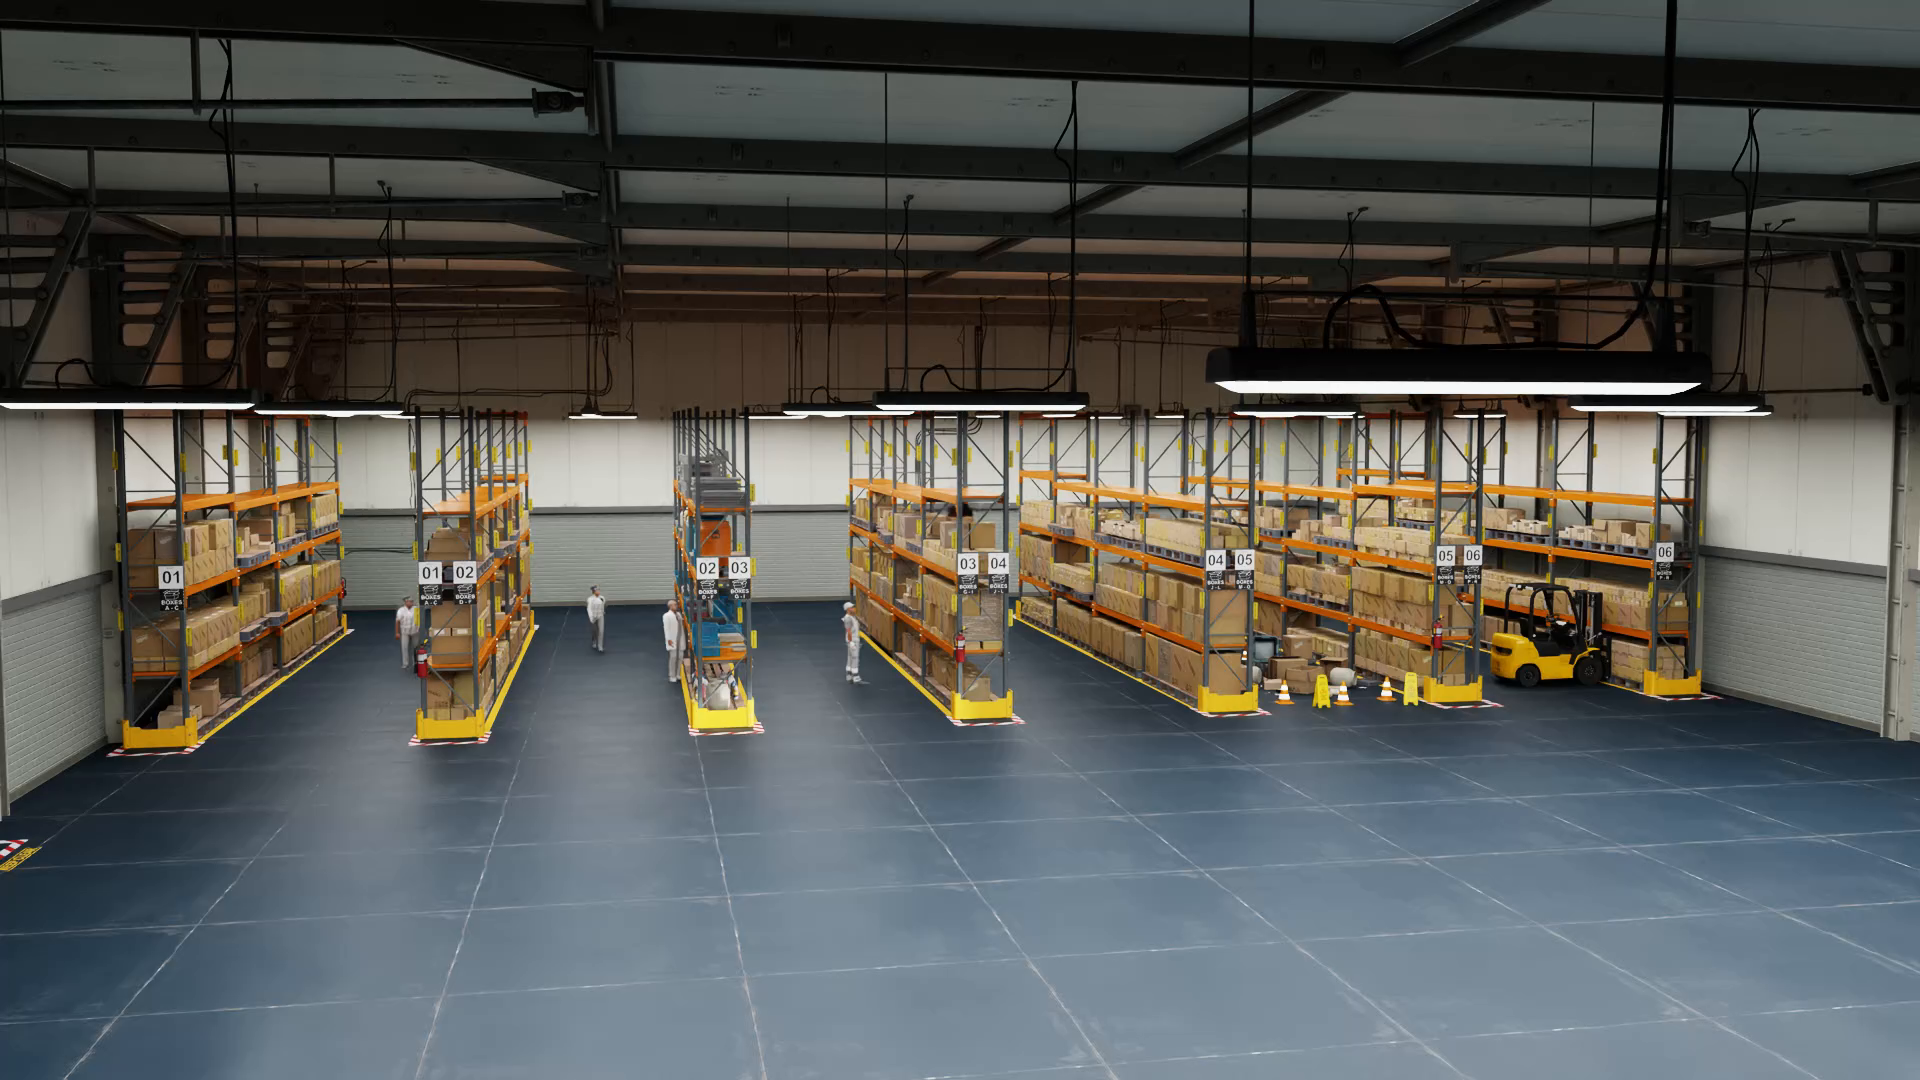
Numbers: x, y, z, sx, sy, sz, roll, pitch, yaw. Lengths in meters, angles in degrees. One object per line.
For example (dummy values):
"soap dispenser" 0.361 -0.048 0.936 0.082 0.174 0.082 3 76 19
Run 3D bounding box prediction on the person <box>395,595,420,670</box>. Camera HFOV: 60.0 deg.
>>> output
"person" -12.669 2.121 38.354 0.695 1.718 1.055 -1 4 -13

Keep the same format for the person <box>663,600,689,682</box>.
"person" -6.271 2.247 36.904 0.598 1.817 0.562 -4 5 -42

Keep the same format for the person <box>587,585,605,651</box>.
"person" -9.092 1.933 41.595 0.456 1.639 0.959 -1 4 -14

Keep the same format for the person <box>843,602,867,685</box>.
"person" -2.297 2.251 36.355 0.504 1.777 0.603 0 4 -6
